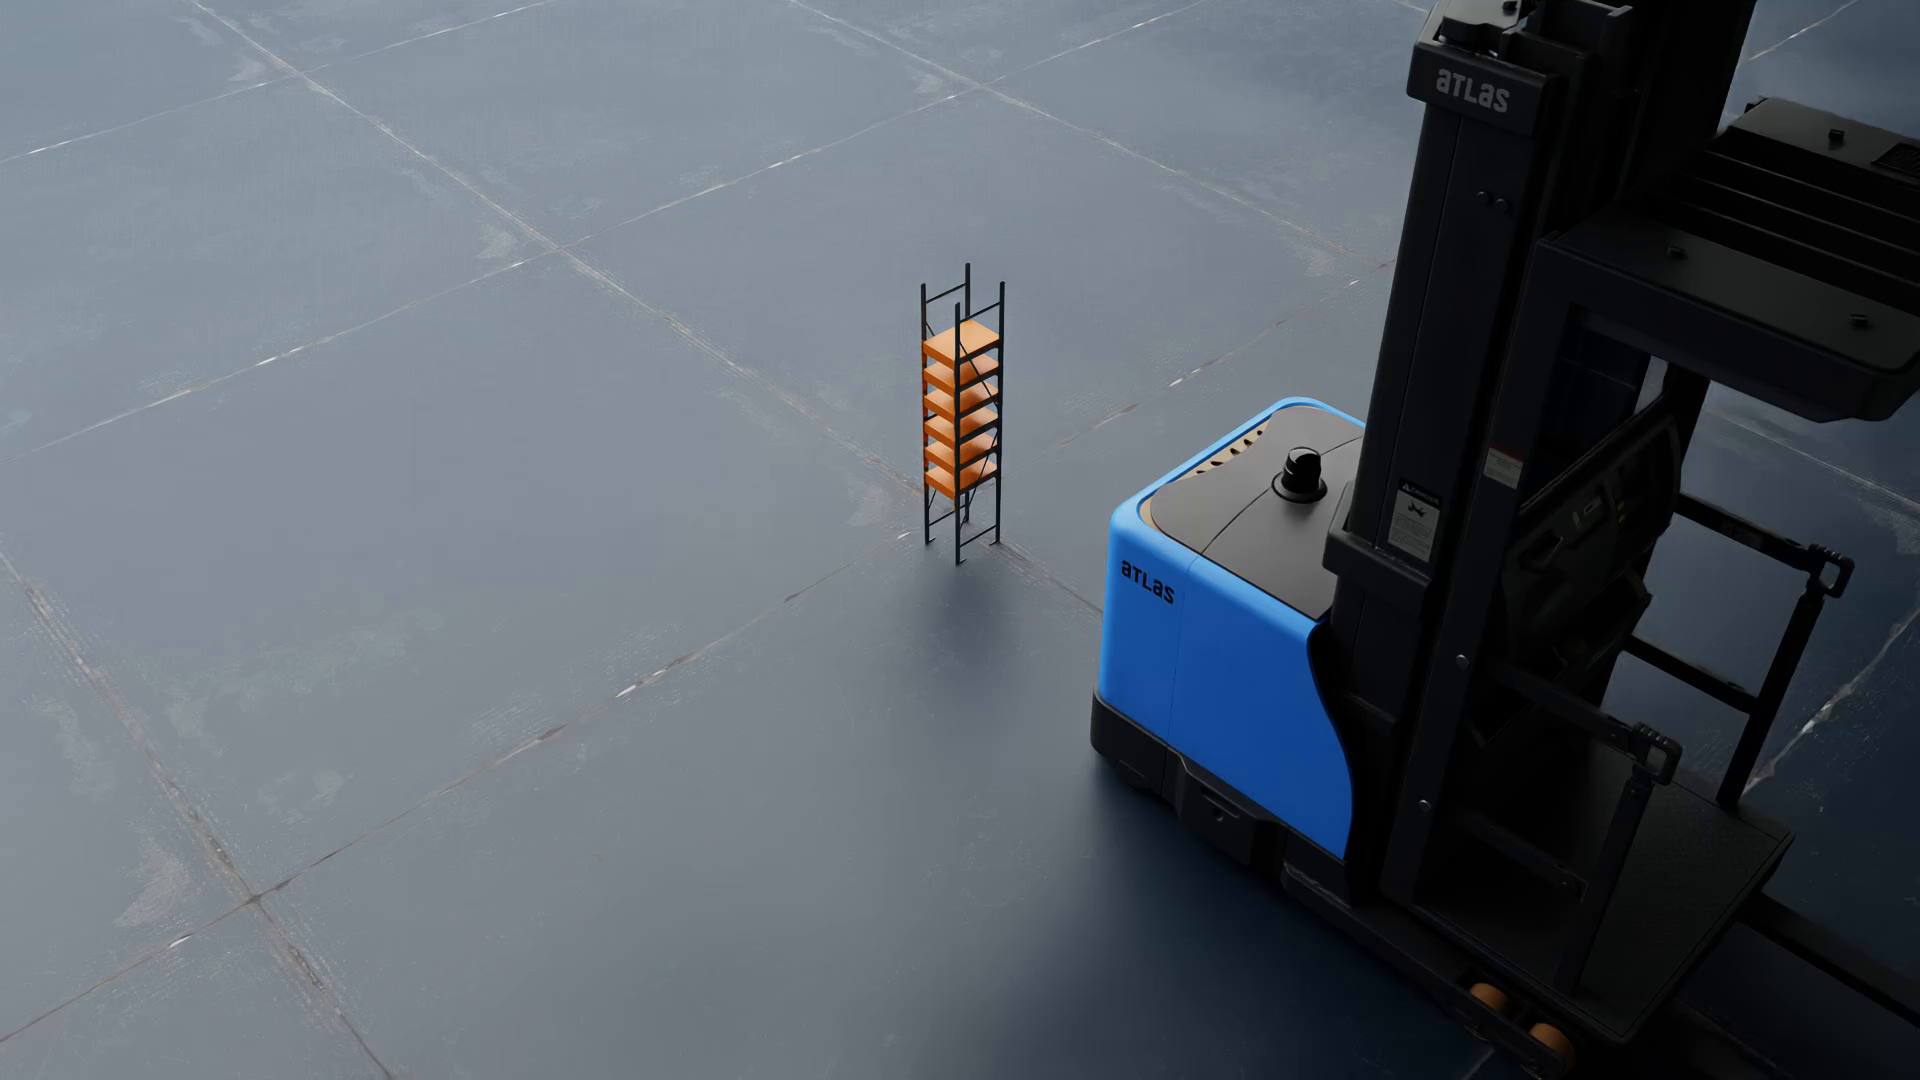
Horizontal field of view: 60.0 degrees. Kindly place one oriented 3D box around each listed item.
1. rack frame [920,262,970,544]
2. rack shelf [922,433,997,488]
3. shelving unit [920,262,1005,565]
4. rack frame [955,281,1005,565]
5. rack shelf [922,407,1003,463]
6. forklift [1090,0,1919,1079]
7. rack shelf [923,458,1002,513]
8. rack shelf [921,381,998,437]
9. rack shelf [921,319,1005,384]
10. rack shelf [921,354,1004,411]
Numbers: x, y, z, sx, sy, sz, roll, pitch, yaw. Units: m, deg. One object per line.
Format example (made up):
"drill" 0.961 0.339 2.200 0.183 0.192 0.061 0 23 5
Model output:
"rack frame" -0.052 -0.502 6.417 0.240 1.200 0.006 -30 48 -32
"rack shelf" 0.010 -0.332 6.468 0.258 0.103 0.180 -30 48 -32
"shelving unit" 0.010 -0.460 6.365 0.258 1.200 0.189 -30 48 -32
"rack frame" 0.072 -0.418 6.312 0.240 1.200 0.006 -30 48 -32
"rack shelf" 0.010 -0.426 6.393 0.258 0.103 0.180 -30 48 -32
"forklift" 1.845 0.052 4.352 1.130 2.935 3.031 -32 49 -33
"rack shelf" 0.010 -0.239 6.543 0.258 0.103 0.180 -30 48 -32
"rack shelf" 0.010 -0.519 6.317 0.258 0.103 0.180 -30 48 -32
"rack shelf" 0.010 -0.706 6.166 0.258 0.103 0.180 -30 48 -32
"rack shelf" 0.010 -0.612 6.242 0.258 0.103 0.180 -30 48 -32
